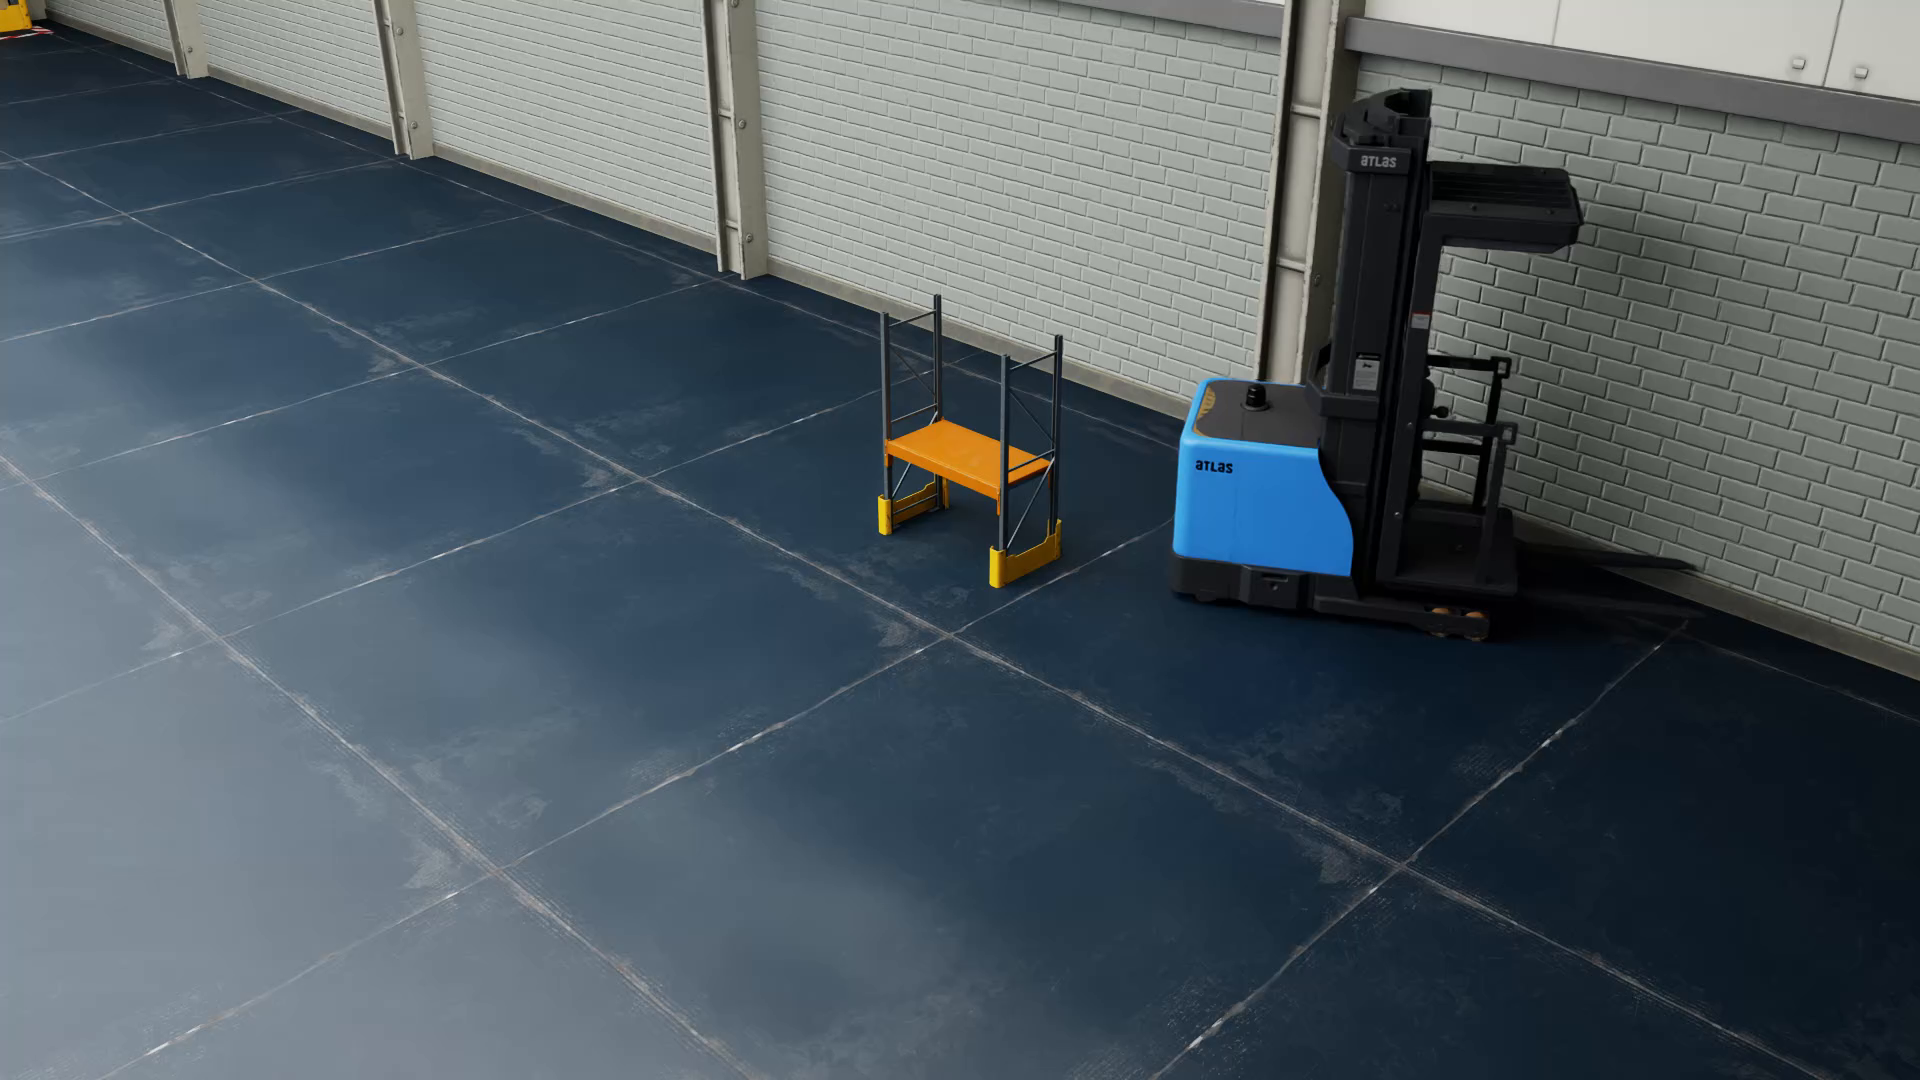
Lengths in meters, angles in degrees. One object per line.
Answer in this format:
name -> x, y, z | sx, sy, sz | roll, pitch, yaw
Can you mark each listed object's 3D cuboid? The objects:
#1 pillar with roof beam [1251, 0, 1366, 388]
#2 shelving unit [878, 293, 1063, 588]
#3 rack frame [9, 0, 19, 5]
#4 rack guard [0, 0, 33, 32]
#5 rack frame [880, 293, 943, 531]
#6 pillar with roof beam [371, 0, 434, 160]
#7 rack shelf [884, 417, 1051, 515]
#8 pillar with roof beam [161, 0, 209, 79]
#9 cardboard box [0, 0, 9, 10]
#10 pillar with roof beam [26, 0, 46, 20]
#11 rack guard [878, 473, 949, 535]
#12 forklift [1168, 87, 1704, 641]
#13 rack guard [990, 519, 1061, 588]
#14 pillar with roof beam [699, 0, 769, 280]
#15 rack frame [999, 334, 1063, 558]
pillar with roof beam -> -0.753, -3.101, 6.972 | 0.400, 9.000, 9.100 | 25, 36, 38
shelving unit -> 0.054, -0.639, 10.347 | 1.083, 1.500, 0.587 | 25, 36, 38
rack frame -> -14.984, -9.179, 24.977 | 0.127, 3.000, 1.000 | 25, 36, 38
rack guard -> -14.967, -8.065, 25.544 | 0.348, 0.500, 1.175 | 25, 36, 38
rack frame -> -0.302, -0.802, 10.657 | 0.032, 1.500, 0.500 | 25, 36, 38
pillar with roof beam -> -9.310, -7.017, 14.418 | 0.400, 9.000, 9.100 | 25, 36, 38
rack shelf -> 0.061, -0.477, 10.425 | 1.000, 0.185, 0.538 | 25, 36, 38
pillar with roof beam -> -13.588, -8.974, 18.142 | 0.400, 9.000, 9.100 | 25, 36, 38
cardboard box -> -15.197, -8.373, 25.948 | 0.500, 0.250, 0.500 | 25, 37, 39
pillar with roof beam -> -17.867, -10.932, 21.865 | 0.400, 9.000, 9.100 | 25, 36, 38
rack guard -> -0.301, -0.248, 10.947 | 0.087, 0.250, 0.587 | 25, 36, 38
forklift -> 2.836, -0.986, 9.470 | 3.031, 2.935, 1.130 | 7, 29, 13
rack guard -> 0.409, 0.077, 10.329 | 0.087, 0.250, 0.587 | 25, 36, 38
pillar with roof beam -> -5.031, -5.059, 10.695 | 0.400, 9.000, 9.100 | 25, 36, 38
rack frame -> 0.423, -0.470, 10.026 | 0.032, 1.500, 0.500 | 25, 36, 38
